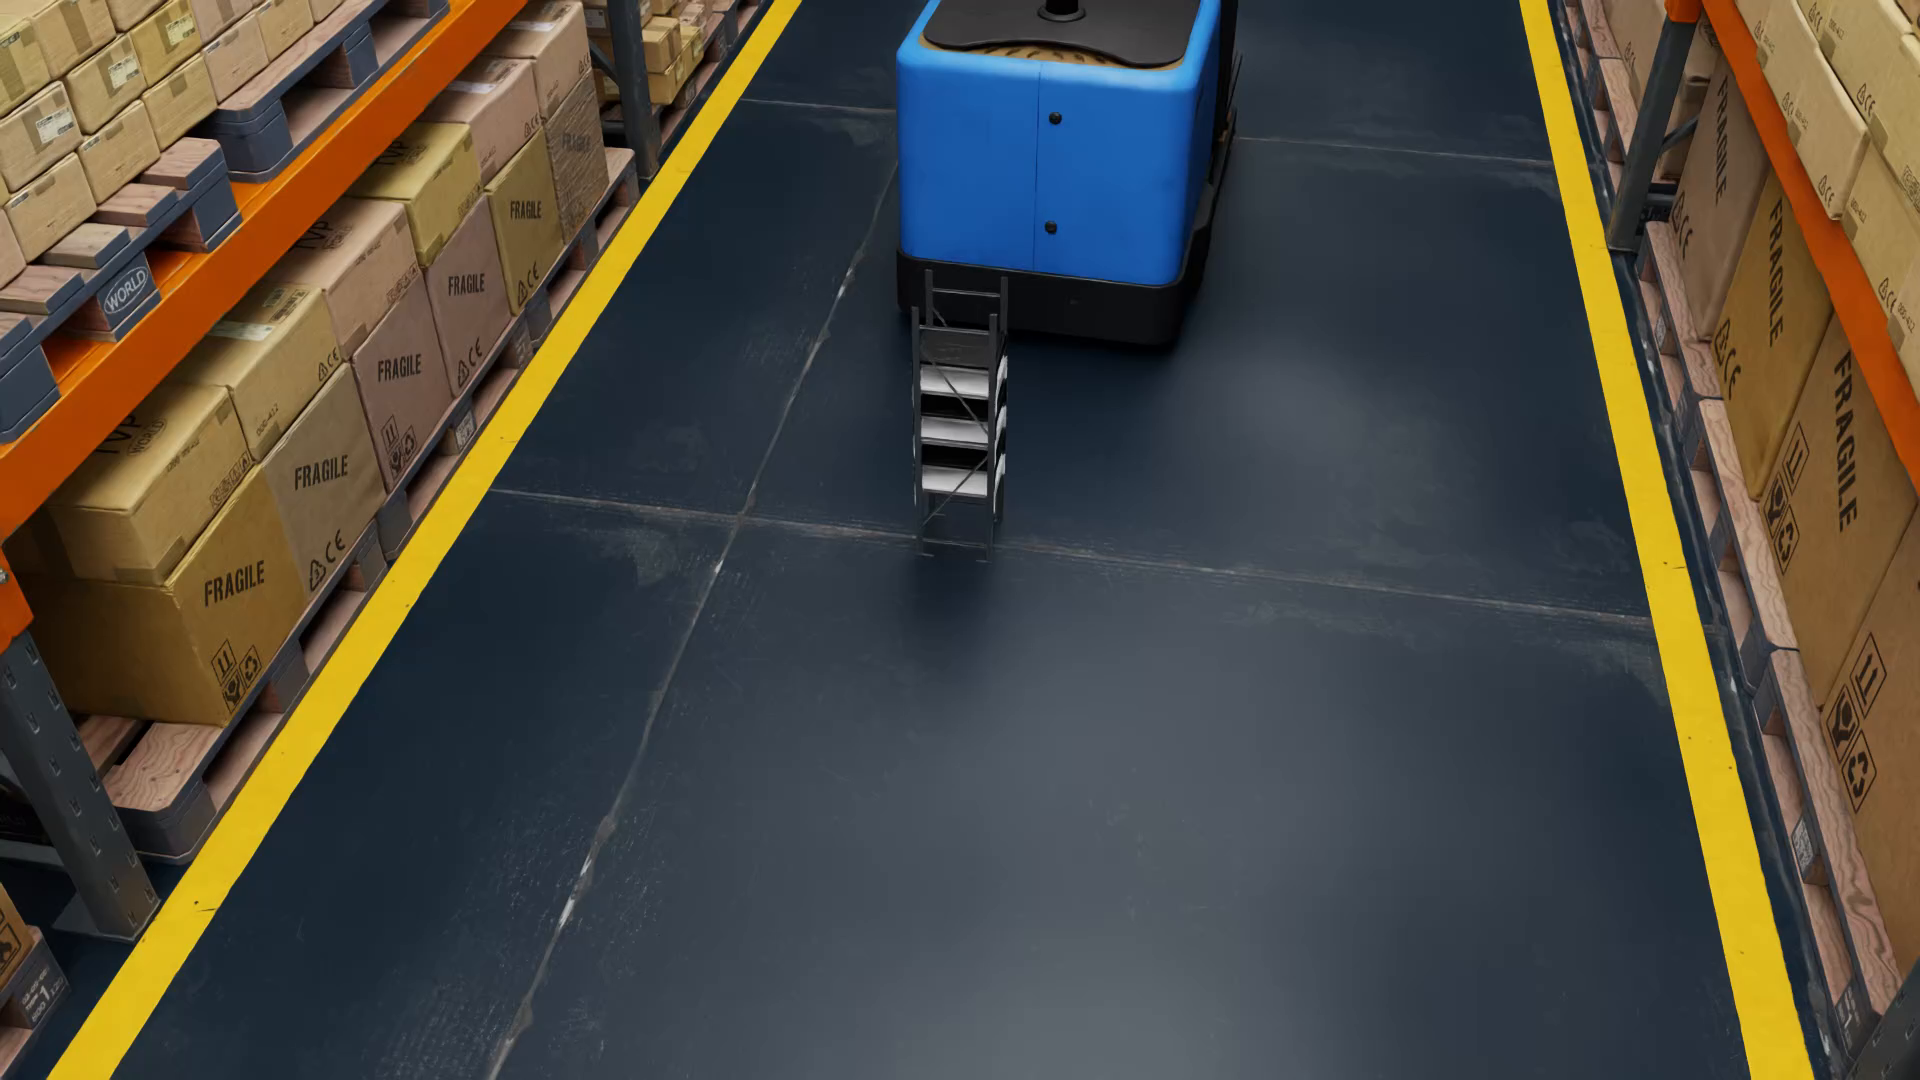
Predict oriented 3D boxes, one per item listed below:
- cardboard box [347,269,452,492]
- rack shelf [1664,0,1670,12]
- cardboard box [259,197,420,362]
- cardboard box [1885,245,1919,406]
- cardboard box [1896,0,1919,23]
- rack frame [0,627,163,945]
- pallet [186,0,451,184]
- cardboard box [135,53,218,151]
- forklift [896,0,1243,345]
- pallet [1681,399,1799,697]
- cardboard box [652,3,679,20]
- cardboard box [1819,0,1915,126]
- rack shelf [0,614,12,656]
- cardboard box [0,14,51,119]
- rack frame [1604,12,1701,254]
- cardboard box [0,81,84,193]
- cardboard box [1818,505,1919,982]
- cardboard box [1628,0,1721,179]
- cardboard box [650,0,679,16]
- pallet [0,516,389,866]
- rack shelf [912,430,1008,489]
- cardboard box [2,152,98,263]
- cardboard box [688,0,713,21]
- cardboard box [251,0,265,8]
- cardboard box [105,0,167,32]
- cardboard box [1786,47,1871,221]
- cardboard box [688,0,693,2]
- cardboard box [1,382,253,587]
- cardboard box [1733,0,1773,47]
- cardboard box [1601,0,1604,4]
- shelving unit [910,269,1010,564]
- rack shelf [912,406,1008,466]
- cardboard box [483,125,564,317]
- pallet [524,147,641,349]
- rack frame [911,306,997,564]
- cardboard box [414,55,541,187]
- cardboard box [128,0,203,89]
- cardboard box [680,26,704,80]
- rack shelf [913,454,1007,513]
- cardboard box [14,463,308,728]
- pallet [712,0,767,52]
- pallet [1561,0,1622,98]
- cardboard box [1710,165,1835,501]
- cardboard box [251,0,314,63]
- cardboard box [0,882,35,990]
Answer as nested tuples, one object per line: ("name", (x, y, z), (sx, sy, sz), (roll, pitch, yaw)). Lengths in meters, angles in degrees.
("cardboard box", (-1.952, -0.517, 5.153), (0.500, 0.500, 0.500), (5, 40, 7))
("rack shelf", (3.438, -3.270, 7.415), (1.077, 0.370, 4.000), (6, 40, 8))
("cardboard box", (-1.949, -0.785, 4.889), (0.500, 0.250, 0.500), (7, 40, 8))
("cardboard box", (2.304, -0.392, 3.488), (0.500, 0.250, 0.500), (7, 40, 8))
("cardboard box", (2.499, -1.509, 3.858), (0.500, 0.500, 0.500), (6, 40, 7))
("rack frame", (-2.493, -0.264, 3.215), (1.000, 3.000, 0.127), (6, 40, 8))
("pallet", (-2.191, -1.437, 4.784), (1.003, 0.211, 1.213), (6, 40, 8))
("cardboard box", (-2.079, -1.095, 4.088), (0.380, 0.149, 0.250), (8, 40, 10))
("forklift", (0.601, -2.777, 6.308), (1.130, 2.935, 3.031), (8, 40, 10))
("pallet", (2.824, 0.043, 5.032), (1.003, 0.211, 1.213), (6, 40, 8))
("cardboard box", (-1.468, -2.313, 7.368), (0.380, 0.149, 0.250), (7, 40, 8))
("cardboard box", (2.476, -1.220, 4.097), (0.500, 0.250, 0.500), (5, 40, 6))
("rack shelf", (-2.839, 1.269, 1.926), (1.077, 0.370, 4.000), (6, 40, 8))
("cardboard box", (-2.178, -0.996, 3.501), (0.380, 0.149, 0.250), (5, 40, 6))
("rack frame", (3.092, -2.292, 5.668), (1.000, 3.000, 0.127), (6, 40, 8))
("cardboard box", (-2.167, -0.895, 3.613), (0.380, 0.149, 0.250), (8, 40, 10))
("cardboard box", (2.601, 0.451, 3.688), (0.875, 0.875, 0.875), (6, 40, 7))
("cardboard box", (3.306, -1.848, 6.813), (0.875, 0.438, 0.875), (6, 40, 7))
("cardboard box", (-1.431, -2.426, 7.271), (0.380, 0.149, 0.250), (8, 40, 10))
("pallet", (-2.357, 0.321, 4.697), (1.003, 0.211, 1.213), (6, 40, 8))
("rack shelf", (0.001, -0.257, 5.048), (0.258, 0.077, 0.200), (6, 40, 8))
("cardboard box", (-2.170, -0.756, 3.678), (0.380, 0.149, 0.250), (8, 40, 10))
("cardboard box", (-1.389, -2.524, 7.857), (0.380, 0.149, 0.250), (6, 40, 7))
("cardboard box", (-1.990, -1.533, 4.384), (0.380, 0.149, 0.250), (6, 40, 7))
("cardboard box", (-2.085, -1.315, 3.888), (0.380, 0.149, 0.250), (5, 40, 6))
("cardboard box", (2.468, -1.030, 4.259), (0.500, 0.250, 0.500), (6, 40, 7))
("cardboard box", (-1.411, -2.639, 7.762), (0.380, 0.149, 0.250), (4, 40, 5))
("cardboard box", (-2.135, -0.157, 4.130), (0.500, 0.250, 0.500), (5, 40, 6))
("cardboard box", (2.668, -1.662, 5.024), (0.500, 0.250, 0.500), (5, 40, 7))
("cardboard box", (3.618, -2.976, 8.177), (0.875, 0.438, 0.875), (7, 40, 9))
("shelving unit", (0.001, -0.352, 4.969), (0.258, 0.900, 0.210), (6, 40, 8))
("rack shelf", (0.001, -0.326, 4.991), (0.258, 0.077, 0.200), (6, 40, 8))
("cardboard box", (-1.770, -1.159, 5.929), (0.500, 0.500, 0.500), (6, 40, 7))
("pallet", (-1.934, -1.211, 6.549), (1.003, 0.211, 1.213), (6, 40, 8))
("rack frame", (-0.016, -0.288, 4.892), (0.240, 0.900, 0.006), (6, 40, 8))
("cardboard box", (-1.783, -1.445, 5.688), (0.500, 0.250, 0.500), (8, 40, 10))
("cardboard box", (-2.081, -1.221, 4.007), (0.380, 0.149, 0.250), (7, 40, 8))
("cardboard box", (-1.375, -2.197, 7.462), (0.380, 0.149, 0.250), (8, 40, 9))
("rack shelf", (0.001, -0.187, 5.105), (0.258, 0.077, 0.200), (6, 40, 8))
("cardboard box", (-2.120, 0.122, 4.381), (0.500, 0.500, 0.500), (5, 40, 6))
("pallet", (-1.511, -2.893, 8.583), (1.003, 0.211, 1.213), (6, 40, 8))
("pallet", (3.509, -2.454, 8.052), (1.003, 0.211, 1.213), (6, 40, 8))
("cardboard box", (2.915, -0.669, 5.043), (0.875, 0.875, 0.875), (7, 40, 9))
("cardboard box", (-1.989, -1.420, 4.481), (0.380, 0.149, 0.250), (7, 40, 8))
("cardboard box", (-2.687, 0.814, 3.348), (1.050, 0.750, 0.750), (6, 40, 7))
